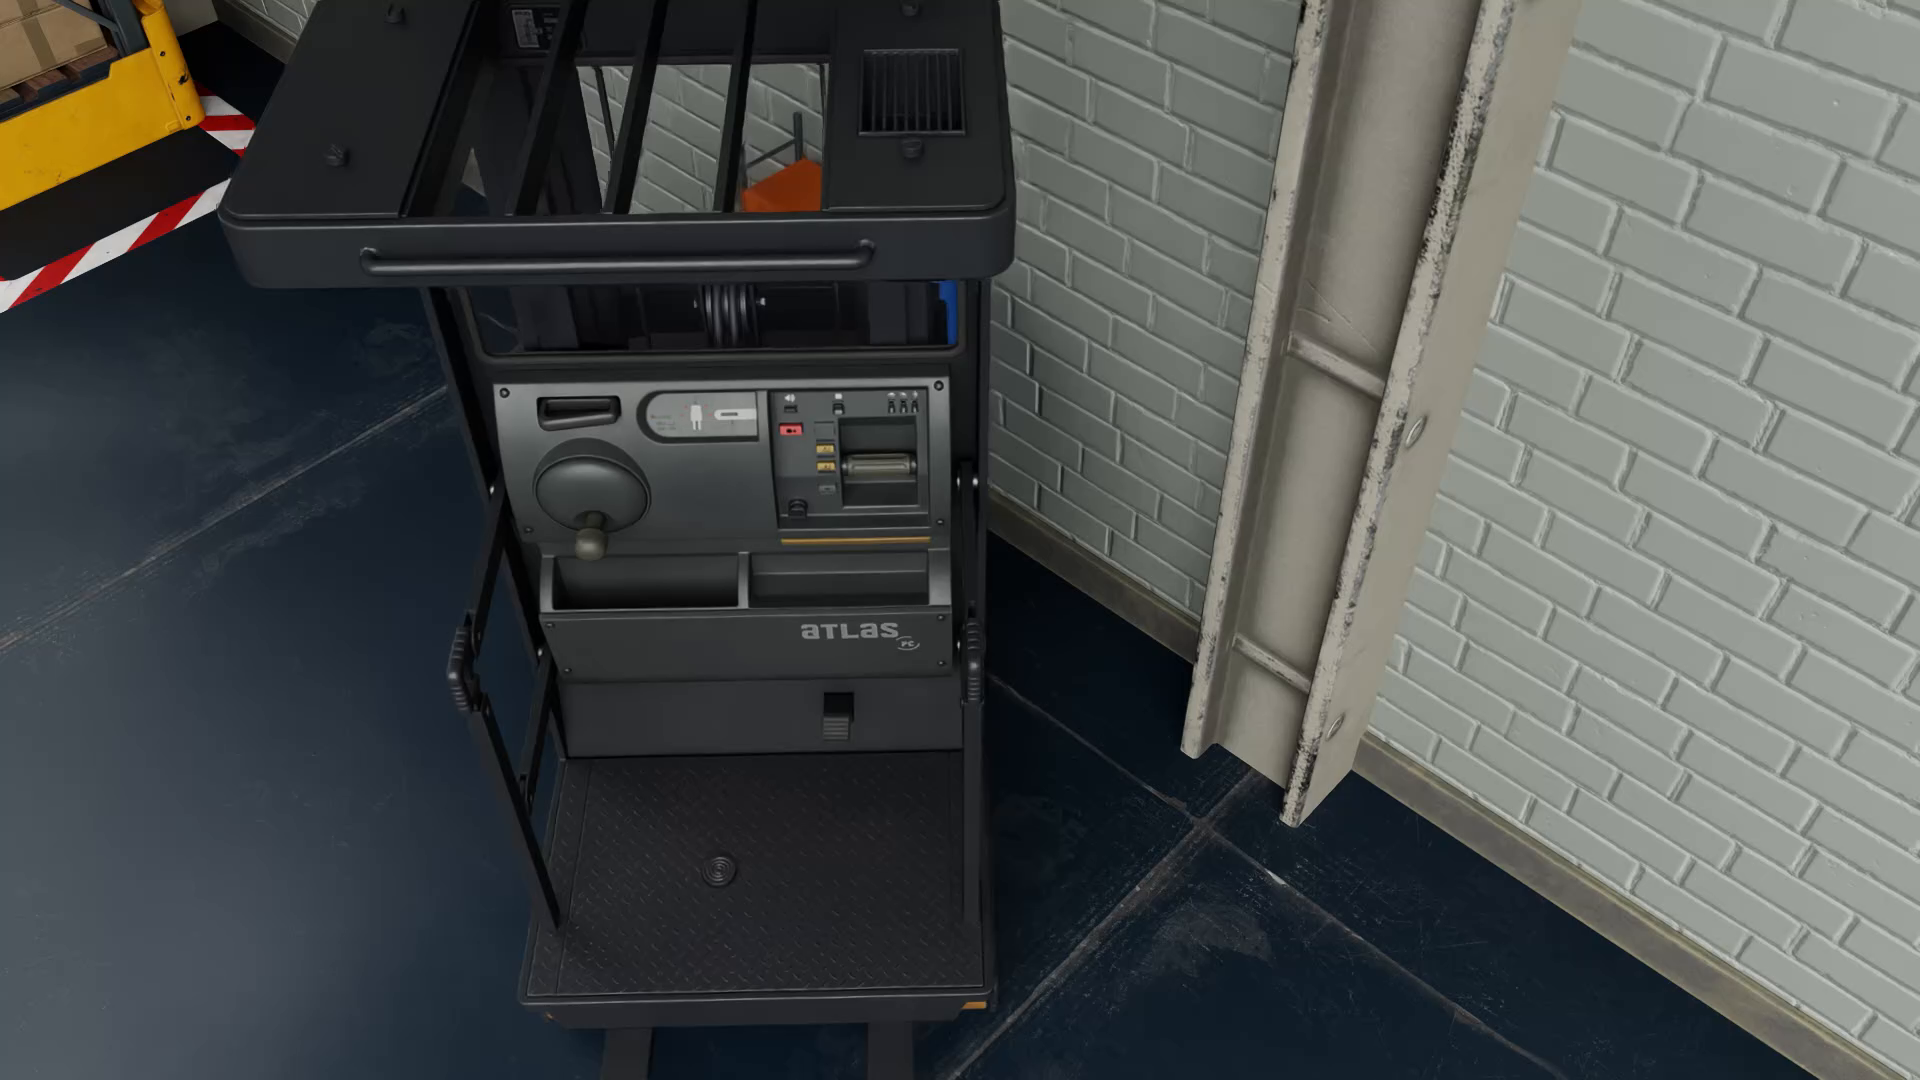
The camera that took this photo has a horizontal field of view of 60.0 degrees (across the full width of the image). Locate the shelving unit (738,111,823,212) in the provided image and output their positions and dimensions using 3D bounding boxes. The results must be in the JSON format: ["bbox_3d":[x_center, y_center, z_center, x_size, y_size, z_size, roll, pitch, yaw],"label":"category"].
[{"bbox_3d":[-0.377,-0.627,5.021,0.503,1.200,0.258,34,54,27],"label":"shelving unit"}]

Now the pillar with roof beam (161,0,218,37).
[{"bbox_3d":[-6.461,-3.136,2.022,0.400,9.000,9.100,34,55,28],"label":"pillar with roof beam"}]

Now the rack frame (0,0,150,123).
[{"bbox_3d":[-3.641,-2.562,5.598,0.127,3.000,1.000,34,55,28],"label":"rack frame"}]

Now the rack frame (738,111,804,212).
[{"bbox_3d":[-0.557,-0.749,5.132,0.015,1.200,0.240,34,54,27],"label":"rack frame"}]

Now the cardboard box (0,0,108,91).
[{"bbox_3d":[-3.869,-2.112,6.773,0.500,0.250,0.500,34,56,28],"label":"cardboard box"}]

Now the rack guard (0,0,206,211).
[{"bbox_3d":[-3.623,-1.694,6.498,0.348,0.500,1.175,34,55,28],"label":"rack guard"}]

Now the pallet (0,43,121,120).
[{"bbox_3d":[-4.232,-1.963,6.948,1.213,0.211,1.003,34,55,28],"label":"pallet"}]

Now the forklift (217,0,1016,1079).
[{"bbox_3d":[-0.476,-0.062,3.298,1.130,2.935,3.031,-1,47,-1],"label":"forklift"}]

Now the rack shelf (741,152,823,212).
[{"bbox_3d":[-0.366,-0.900,4.739,0.480,0.148,0.258,34,54,27],"label":"rack shelf"}]
